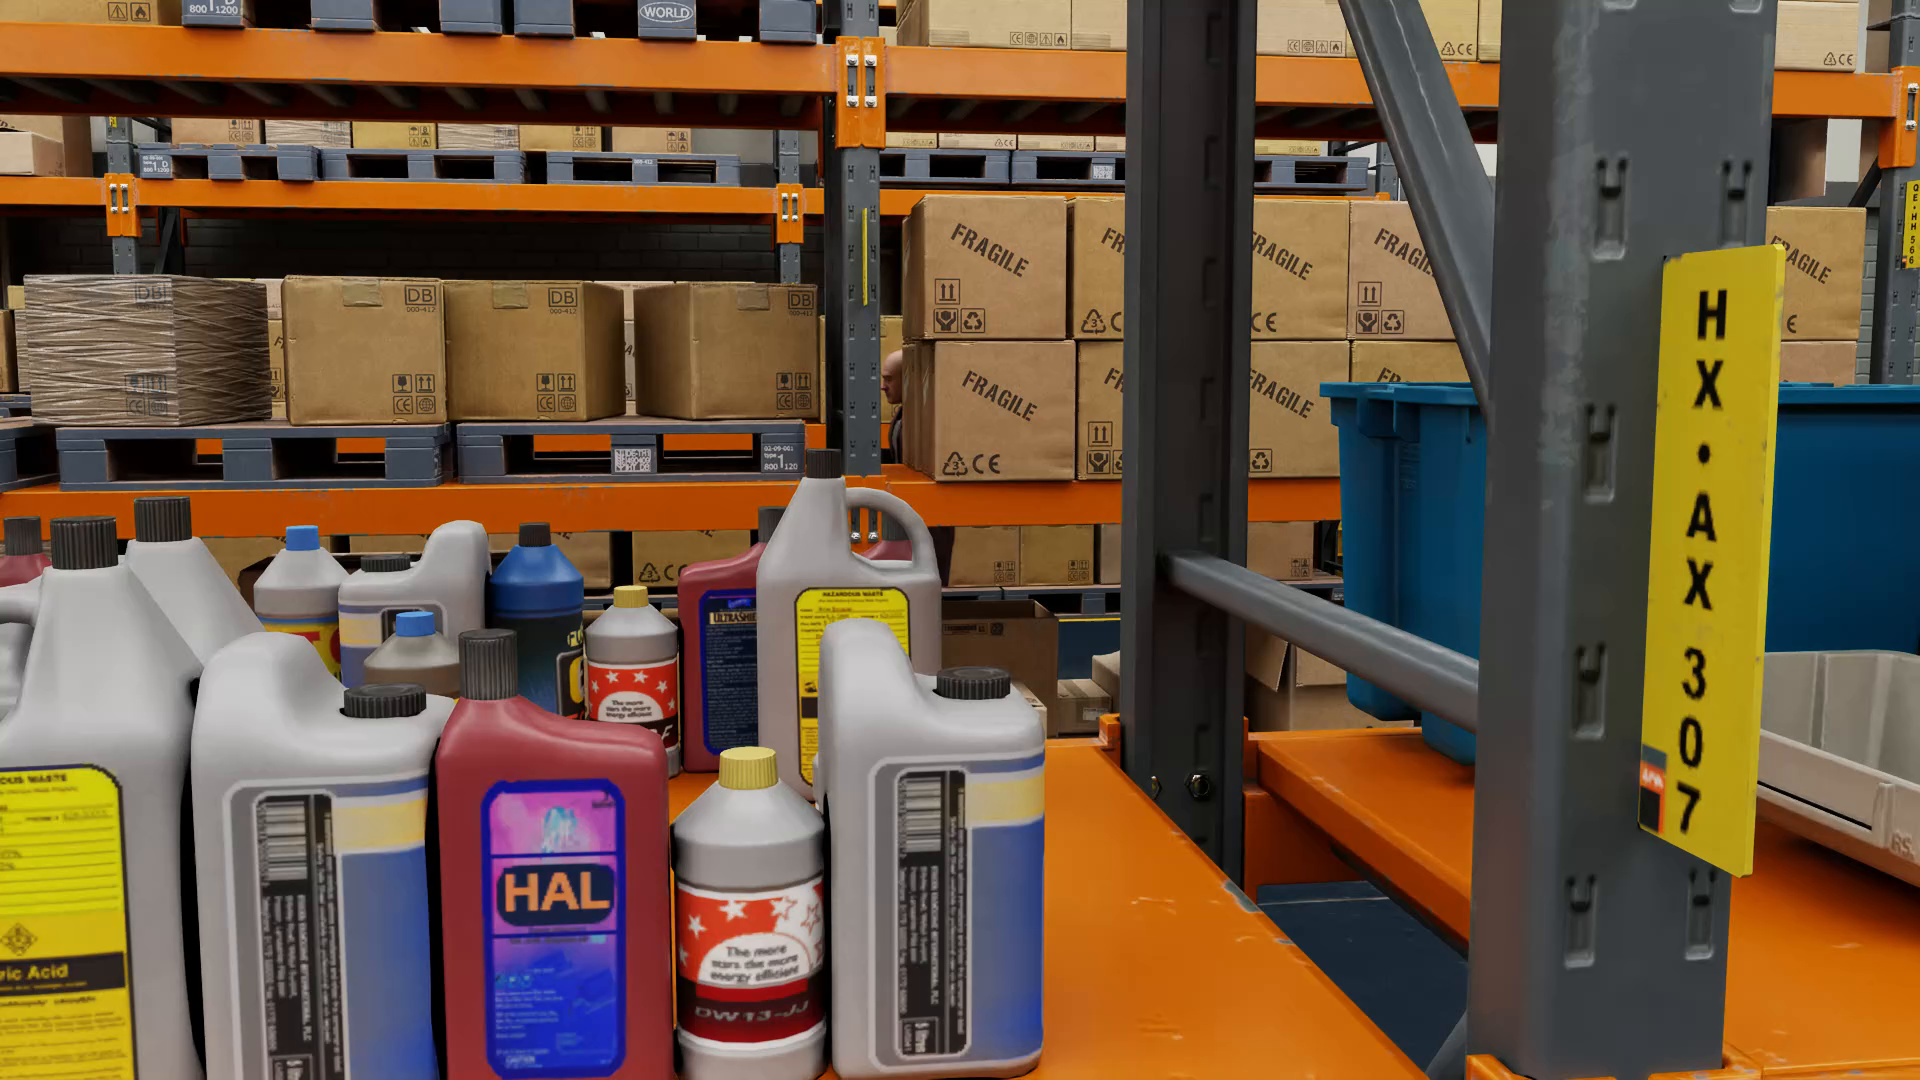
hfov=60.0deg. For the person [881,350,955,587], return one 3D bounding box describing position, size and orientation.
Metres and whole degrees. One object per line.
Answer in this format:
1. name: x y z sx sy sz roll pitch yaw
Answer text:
1. person: -0.225 -0.020 7.958 0.431 1.772 0.647 -2 7 -15
